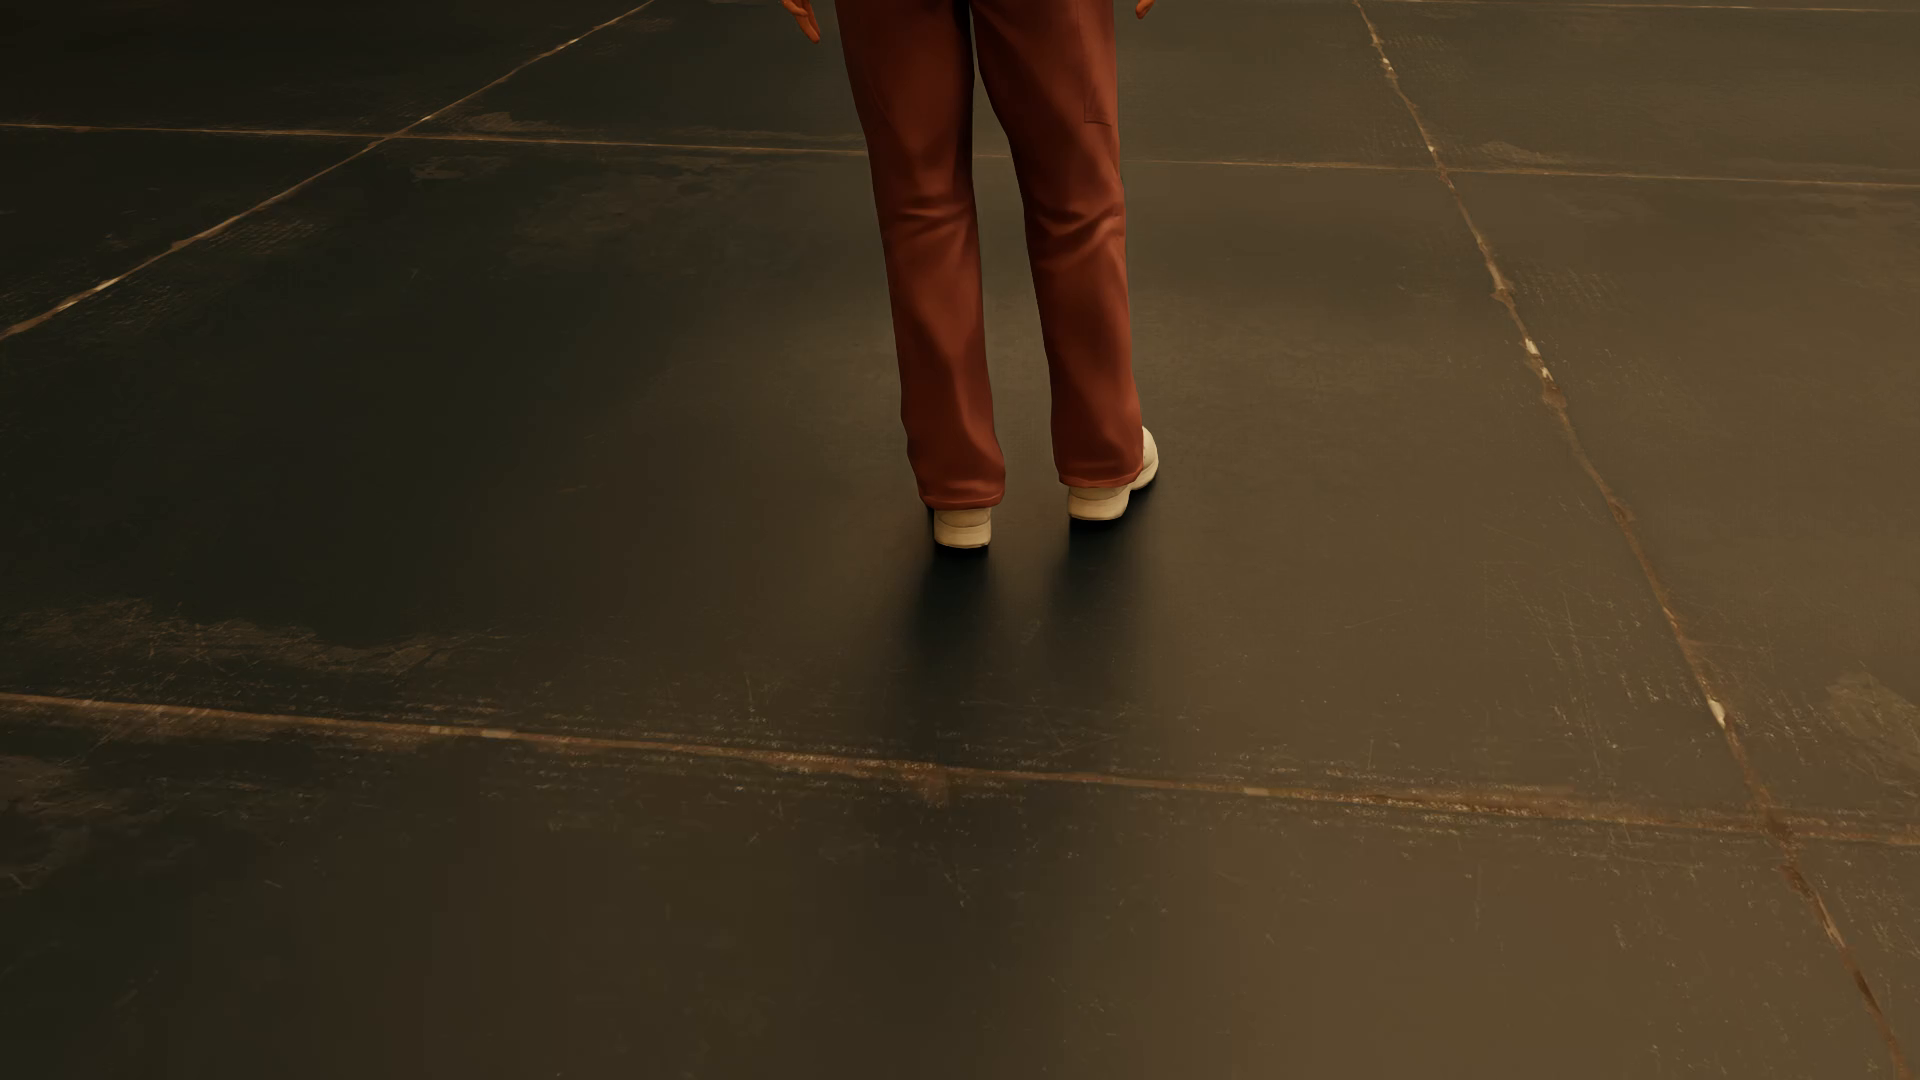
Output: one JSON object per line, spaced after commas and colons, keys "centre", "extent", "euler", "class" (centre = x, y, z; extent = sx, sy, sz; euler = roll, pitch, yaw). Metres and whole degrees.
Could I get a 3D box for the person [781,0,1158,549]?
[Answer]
{"centre": [0.021, -0.789, 2.187], "extent": [0.553, 1.673, 0.548], "euler": [3, 27, 7], "class": "person"}
